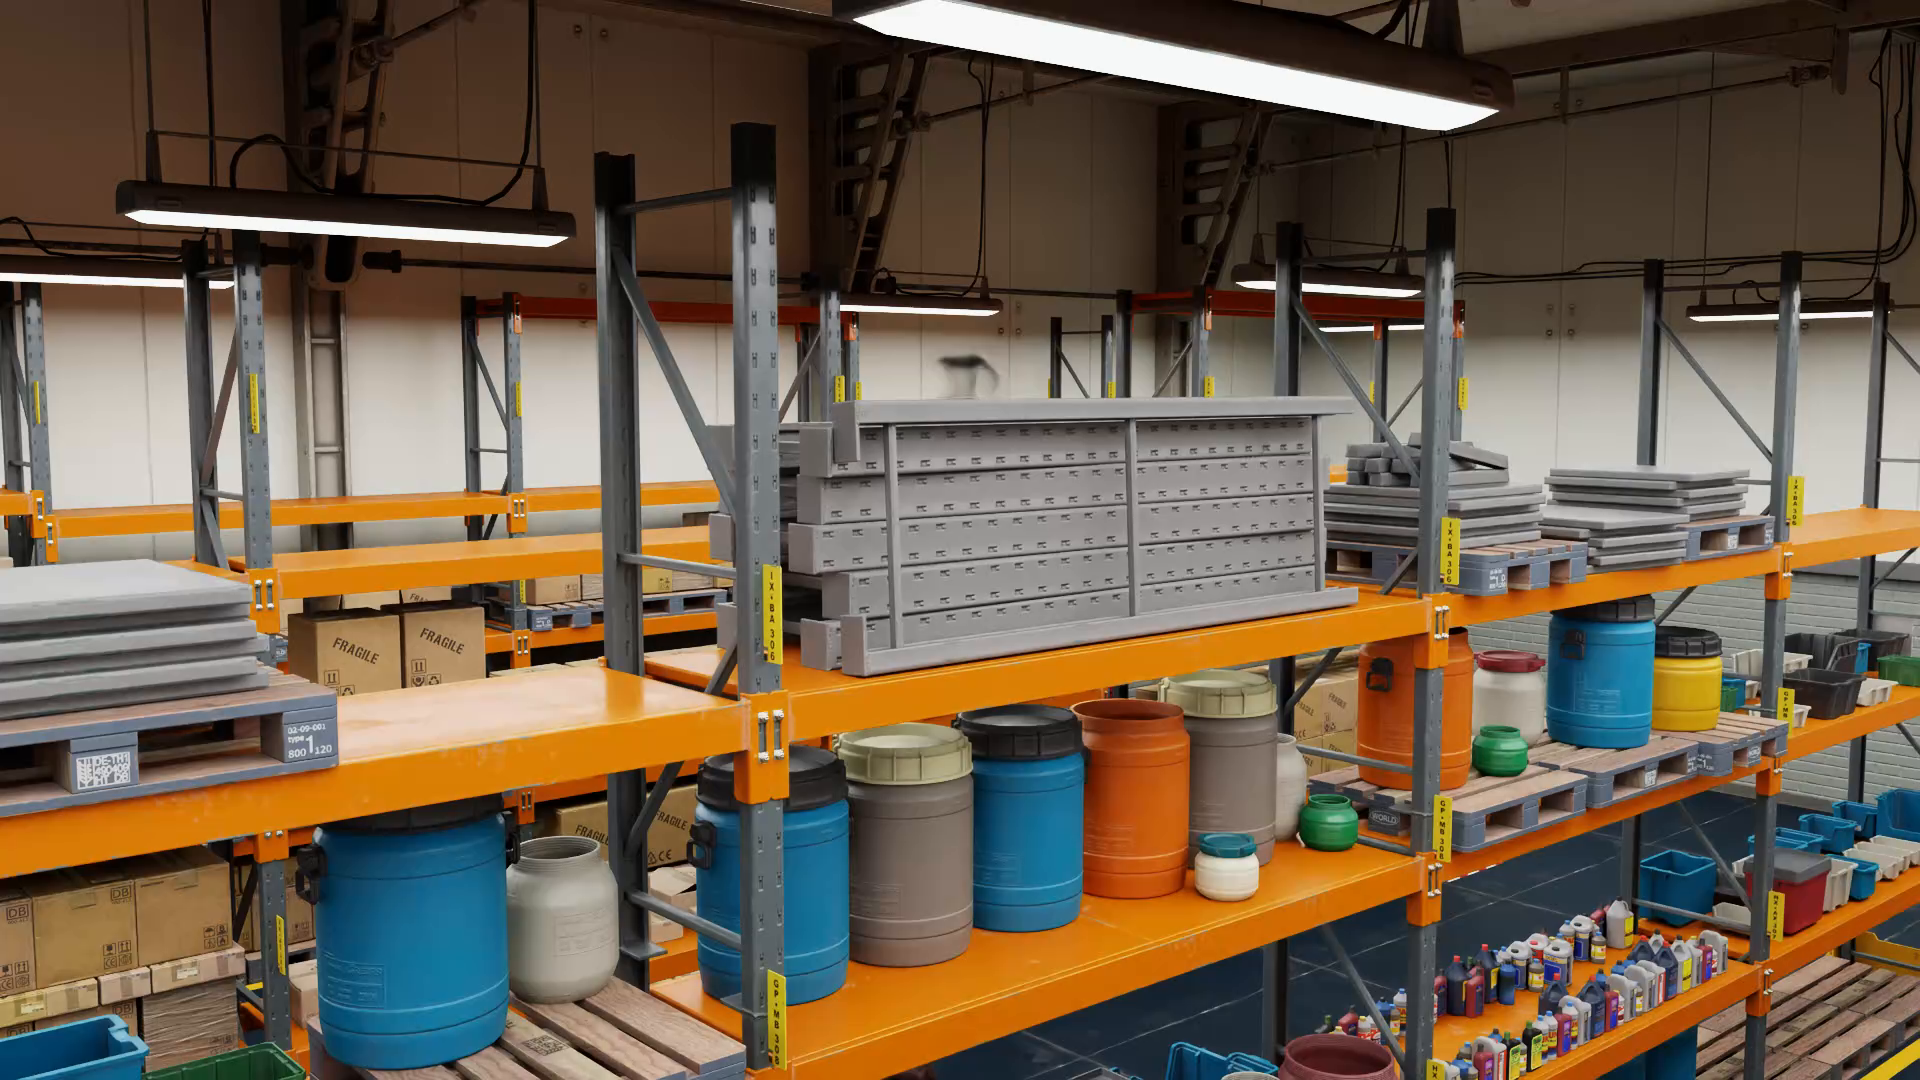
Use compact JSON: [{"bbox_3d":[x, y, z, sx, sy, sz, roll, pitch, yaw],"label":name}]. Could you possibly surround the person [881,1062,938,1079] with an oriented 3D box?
[{"bbox_3d":[-0.349,3.356,9.955,0.690,1.706,0.946,5,8,44],"label":"person"}]
